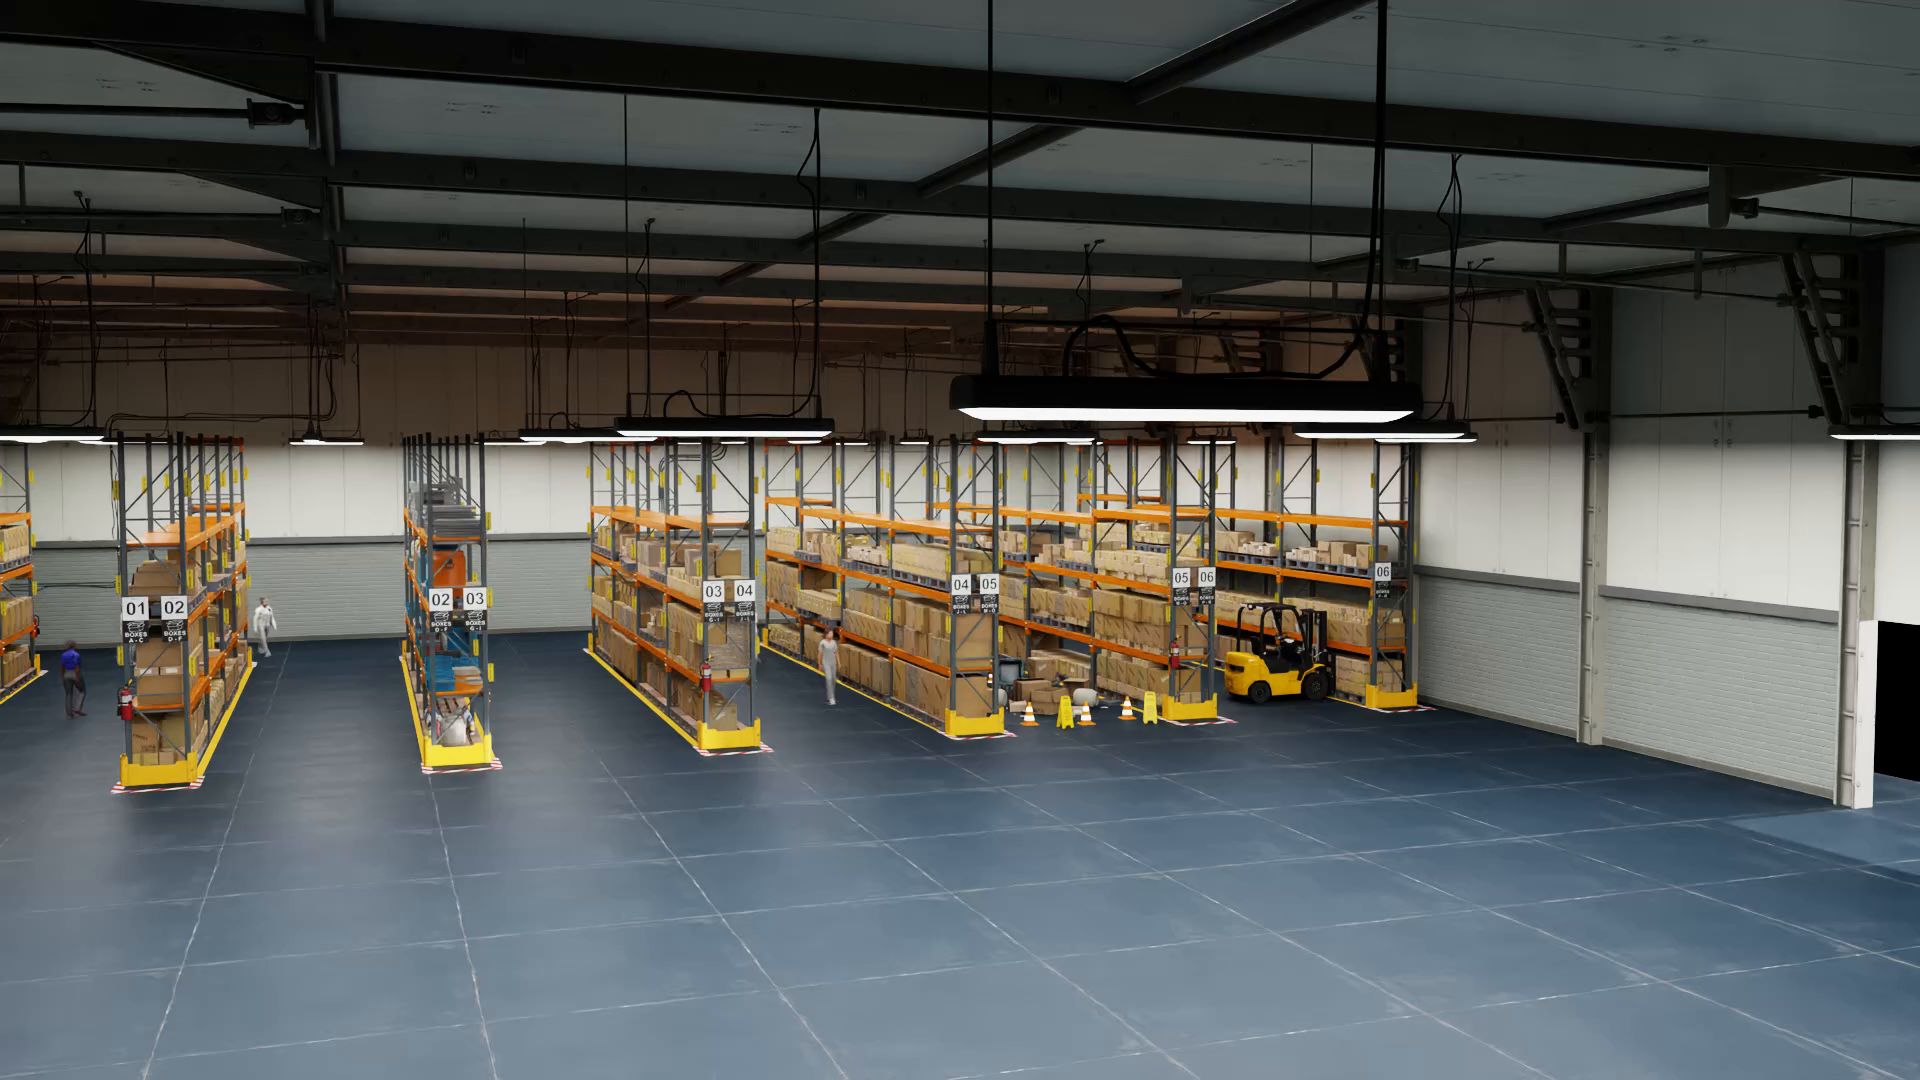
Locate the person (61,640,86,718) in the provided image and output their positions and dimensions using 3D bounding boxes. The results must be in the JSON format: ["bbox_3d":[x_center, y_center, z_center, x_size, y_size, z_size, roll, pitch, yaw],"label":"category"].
[{"bbox_3d":[-18.793,2.943,35.209,0.479,1.625,0.498,0,3,-8],"label":"person"}]

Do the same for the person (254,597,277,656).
[{"bbox_3d":[-19.110,2.352,45.680,1.073,1.604,0.549,3,4,42],"label":"person"}]

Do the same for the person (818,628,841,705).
[{"bbox_3d":[-2.877,2.834,37.376,0.469,1.669,0.745,-2,4,-34],"label":"person"}]

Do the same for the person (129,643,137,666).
[{"bbox_3d":[-21.725,2.450,43.606,0.424,1.679,0.512,-1,3,-25],"label":"person"}]

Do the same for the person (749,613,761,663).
[{"bbox_3d":[-5.476,2.459,43.667,0.507,1.676,0.478,-1,3,-10],"label":"person"}]
